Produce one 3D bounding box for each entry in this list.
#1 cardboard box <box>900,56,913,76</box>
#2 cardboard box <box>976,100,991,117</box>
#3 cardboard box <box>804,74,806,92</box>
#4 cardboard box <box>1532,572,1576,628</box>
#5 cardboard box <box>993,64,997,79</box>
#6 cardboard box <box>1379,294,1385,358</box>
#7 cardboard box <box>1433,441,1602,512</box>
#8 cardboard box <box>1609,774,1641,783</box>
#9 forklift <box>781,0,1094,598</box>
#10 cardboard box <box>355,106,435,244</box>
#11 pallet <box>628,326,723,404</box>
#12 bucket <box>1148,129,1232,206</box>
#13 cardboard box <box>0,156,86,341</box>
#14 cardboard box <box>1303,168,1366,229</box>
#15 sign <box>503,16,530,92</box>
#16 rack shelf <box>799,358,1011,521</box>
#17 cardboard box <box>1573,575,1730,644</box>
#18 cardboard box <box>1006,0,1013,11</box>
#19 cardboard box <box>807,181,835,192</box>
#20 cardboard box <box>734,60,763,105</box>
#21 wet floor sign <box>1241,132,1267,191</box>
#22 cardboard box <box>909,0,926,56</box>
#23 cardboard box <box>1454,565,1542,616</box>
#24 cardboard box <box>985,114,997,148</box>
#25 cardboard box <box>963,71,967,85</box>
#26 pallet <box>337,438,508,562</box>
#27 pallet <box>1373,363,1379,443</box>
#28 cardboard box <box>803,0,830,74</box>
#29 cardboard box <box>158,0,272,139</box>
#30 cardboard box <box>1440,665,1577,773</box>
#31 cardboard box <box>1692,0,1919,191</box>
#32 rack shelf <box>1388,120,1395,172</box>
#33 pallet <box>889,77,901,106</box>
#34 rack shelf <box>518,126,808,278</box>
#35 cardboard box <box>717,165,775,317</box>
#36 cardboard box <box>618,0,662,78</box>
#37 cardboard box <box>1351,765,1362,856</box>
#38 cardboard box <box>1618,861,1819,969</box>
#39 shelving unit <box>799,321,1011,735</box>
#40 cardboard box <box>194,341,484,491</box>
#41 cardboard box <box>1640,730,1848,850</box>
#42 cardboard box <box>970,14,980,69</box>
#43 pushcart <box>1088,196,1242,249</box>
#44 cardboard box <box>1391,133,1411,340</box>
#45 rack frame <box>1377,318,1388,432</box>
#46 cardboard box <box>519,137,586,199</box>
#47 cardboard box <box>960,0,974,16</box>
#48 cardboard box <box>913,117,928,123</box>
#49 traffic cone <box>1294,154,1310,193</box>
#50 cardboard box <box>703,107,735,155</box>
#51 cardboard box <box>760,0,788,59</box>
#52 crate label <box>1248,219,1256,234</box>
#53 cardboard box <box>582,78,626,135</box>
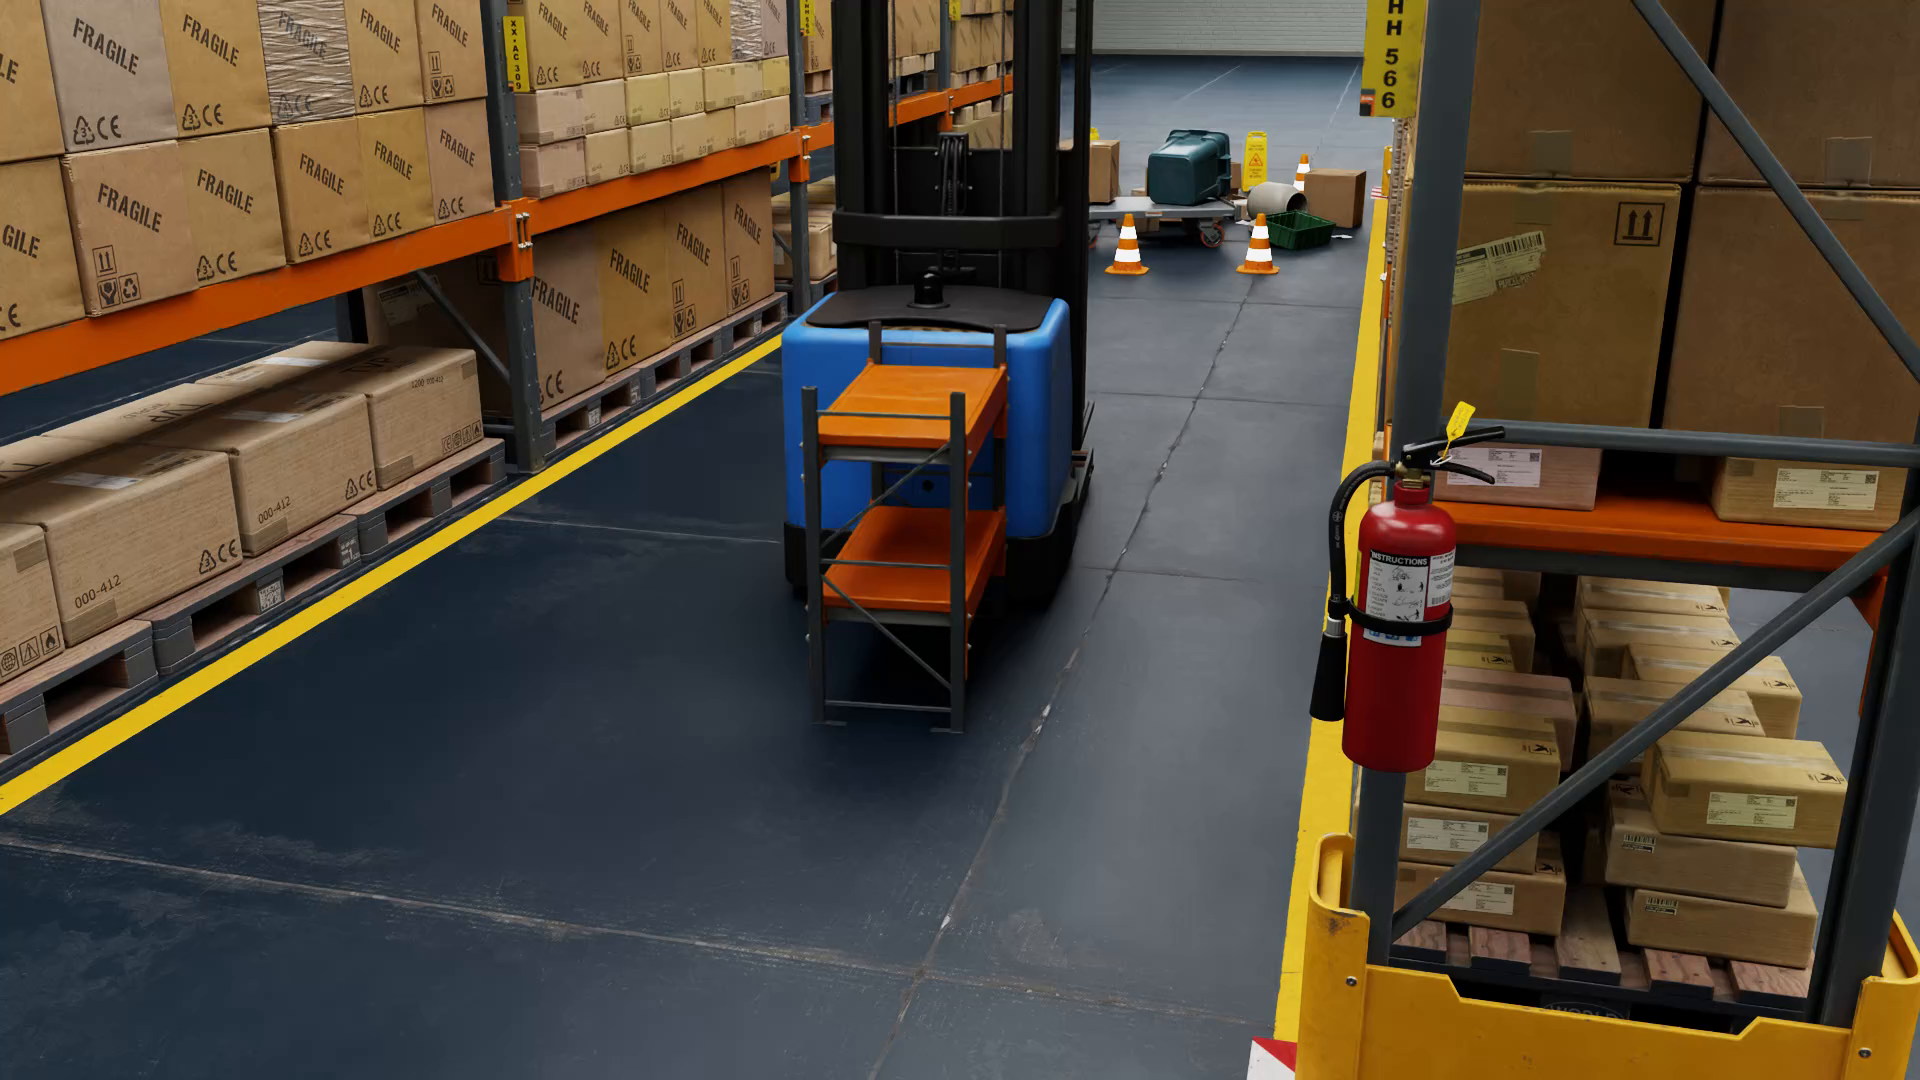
[{"bbox_3d":[-0.611,-3.945,13.837,0.380,0.149,0.250,5,19,14],"label":"cardboard box"},{"bbox_3d":[0.097,-4.297,16.568,0.380,0.149,0.250,6,20,17],"label":"cardboard box"},{"bbox_3d":[-1.302,-3.207,11.675,0.380,0.149,0.250,4,19,10],"label":"cardboard box"},{"bbox_3d":[2.023,0.193,5.284,0.380,0.149,0.250,6,20,16],"label":"cardboard box"},{"bbox_3d":[0.159,-4.730,16.783,0.380,0.149,0.250,5,19,13],"label":"cardboard box"},{"bbox_3d":[2.723,-1.337,9.679,0.500,0.500,0.500,5,19,14],"label":"cardboard box"},{"bbox_3d":[1.114,-0.179,3.459,0.380,0.149,0.250,5,19,13],"label":"cardboard box"},{"bbox_3d":[1.807,0.611,4.059,0.380,0.149,0.250,5,19,13],"label":"cardboard box"},{"bbox_3d":[0.044,-1.602,7.344,1.130,2.935,3.031,3,19,8],"label":"forklift"},{"bbox_3d":[-2.525,-1.506,6.802,0.500,0.500,0.500,4,19,12],"label":"cardboard box"},{"bbox_3d":[-2.128,-1.098,10.076,1.003,0.211,1.213,5,19,13],"label":"pallet"},{"bbox_3d":[2.038,-3.329,15.007,0.726,0.611,0.620,12,32,32],"label":"bucket"},{"bbox_3d":[-3.024,-0.868,4.935,0.500,0.500,0.500,4,19,13],"label":"cardboard box"},{"bbox_3d":[3.624,-3.320,16.131,0.500,0.500,0.500,8,21,23],"label":"cardboard box"},{"bbox_3d":[-2.001,-2.190,7.497,0.100,0.325,0.005,5,19,13],"label":"sign"},{"bbox_3d":[-0.157,-0.361,5.597,0.538,0.278,1.000,3,19,8],"label":"rack shelf"},{"bbox_3d":[1.959,0.223,4.735,0.380,0.149,0.250,5,20,16],"label":"cardboard box"},{"bbox_3d":[0.324,-5.705,17.089,0.700,0.500,0.500,4,19,13],"label":"cardboard box"},{"bbox_3d":[-0.883,-2.859,14.332,0.950,0.372,0.625,6,20,17],"label":"cardboard box"},{"bbox_3d":[-1.556,-2.873,10.416,0.500,0.250,0.500,4,19,12],"label":"cardboard box"},{"bbox_3d":[3.304,-4.240,18.601,0.267,0.644,0.232,1,19,4],"label":"wet floor sign"},{"bbox_3d":[-0.595,-4.362,14.053,0.500,0.500,0.500,5,19,14],"label":"cardboard box"},{"bbox_3d":[1.557,0.106,5.078,0.380,0.149,0.250,4,19,12],"label":"cardboard box"},{"bbox_3d":[0.069,-4.041,16.821,0.500,0.500,0.500,6,20,16],"label":"cardboard box"},{"bbox_3d":[-0.150,-4.417,15.868,0.380,0.149,0.250,5,19,13],"label":"cardboard box"},{"bbox_3d":[-2.801,-0.234,7.548,1.003,0.211,1.213,5,19,13],"label":"pallet"},{"bbox_3d":[2.770,-0.735,9.013,1.003,0.211,1.213,5,19,13],"label":"pallet"},{"bbox_3d":[-1.228,-3.550,11.674,0.500,0.500,0.500,4,19,12],"label":"cardboard box"},{"bbox_3d":[-2.764,-1.662,5.711,0.500,0.500,0.500,5,19,14],"label":"cardboard box"},{"bbox_3d":[1.309,0.435,4.113,0.380,0.149,0.250,5,19,14],"label":"cardboard box"},{"bbox_3d":[1.675,-0.954,3.179,0.500,0.500,0.500,5,19,13],"label":"cardboard box"},{"bbox_3d":[3.751,-2.967,12.347,1.077,0.370,4.000,5,19,13],"label":"rack shelf"},{"bbox_3d":[-1.118,-3.573,13.304,1.003,0.211,1.213,5,19,13],"label":"pallet"},{"bbox_3d":[-2.051,-2.073,9.728,1.077,0.370,4.000,5,19,13],"label":"rack shelf"},{"bbox_3d":[-1.811,-2.023,11.108,0.875,0.875,0.875,4,19,13],"label":"cardboard box"},{"bbox_3d":[-1.931,-2.741,8.869,0.500,0.500,0.500,4,19,12],"label":"cardboard box"},{"bbox_3d":[1.199,0.707,4.238,0.380,0.149,0.250,5,20,15],"label":"cardboard box"},{"bbox_3d":[1.747,0.838,3.854,0.380,0.149,0.250,5,20,14],"label":"cardboard box"},{"bbox_3d":[-0.157,-0.084,5.692,0.538,1.125,1.048,3,19,8],"label":"shelving unit"},{"bbox_3d":[-2.797,-0.584,7.571,0.875,0.438,0.875,4,19,13],"label":"cardboard box"},{"bbox_3d":[1.766,0.558,3.753,0.380,0.149,0.250,4,19,11],"label":"cardboard box"},{"bbox_3d":[-0.107,-4.757,15.859,0.500,0.500,0.500,5,19,13],"label":"cardboard box"},{"bbox_3d":[1.639,-2.888,15.060,1.648,0.377,0.936,-2,19,-6],"label":"pushcart"},{"bbox_3d":[1.299,-0.684,3.933,0.500,0.500,0.500,4,19,12],"label":"cardboard box"},{"bbox_3d":[2.285,-1.427,6.725,1.000,3.000,0.127,5,19,13],"label":"rack frame"},{"bbox_3d":[-2.176,-1.832,8.144,0.500,0.250,0.500,4,19,12],"label":"cardboard box"},{"bbox_3d":[-0.267,-5.076,15.245,0.700,0.500,0.500,4,19,13],"label":"cardboard box"},{"bbox_3d":[-0.578,-3.912,16.445,0.500,0.500,0.500,5,19,14],"label":"cardboard box"},{"bbox_3d":[3.711,-3.933,17.988,0.336,0.463,0.334,5,19,13],"label":"traffic cone"},{"bbox_3d":[-1.682,-2.472,10.016,0.500,0.250,0.500,4,19,13],"label":"cardboard box"},{"bbox_3d":[-1.435,-3.378,10.734,0.500,0.500,0.500,4,19,12],"label":"cardboard box"},{"bbox_3d":[2.850,-2.916,15.513,0.298,0.136,0.250,-9,21,-24],"label":"crate label"},{"bbox_3d":[-2.058,-2.233,8.544,0.500,0.250,0.500,5,19,14],"label":"cardboard box"}]
